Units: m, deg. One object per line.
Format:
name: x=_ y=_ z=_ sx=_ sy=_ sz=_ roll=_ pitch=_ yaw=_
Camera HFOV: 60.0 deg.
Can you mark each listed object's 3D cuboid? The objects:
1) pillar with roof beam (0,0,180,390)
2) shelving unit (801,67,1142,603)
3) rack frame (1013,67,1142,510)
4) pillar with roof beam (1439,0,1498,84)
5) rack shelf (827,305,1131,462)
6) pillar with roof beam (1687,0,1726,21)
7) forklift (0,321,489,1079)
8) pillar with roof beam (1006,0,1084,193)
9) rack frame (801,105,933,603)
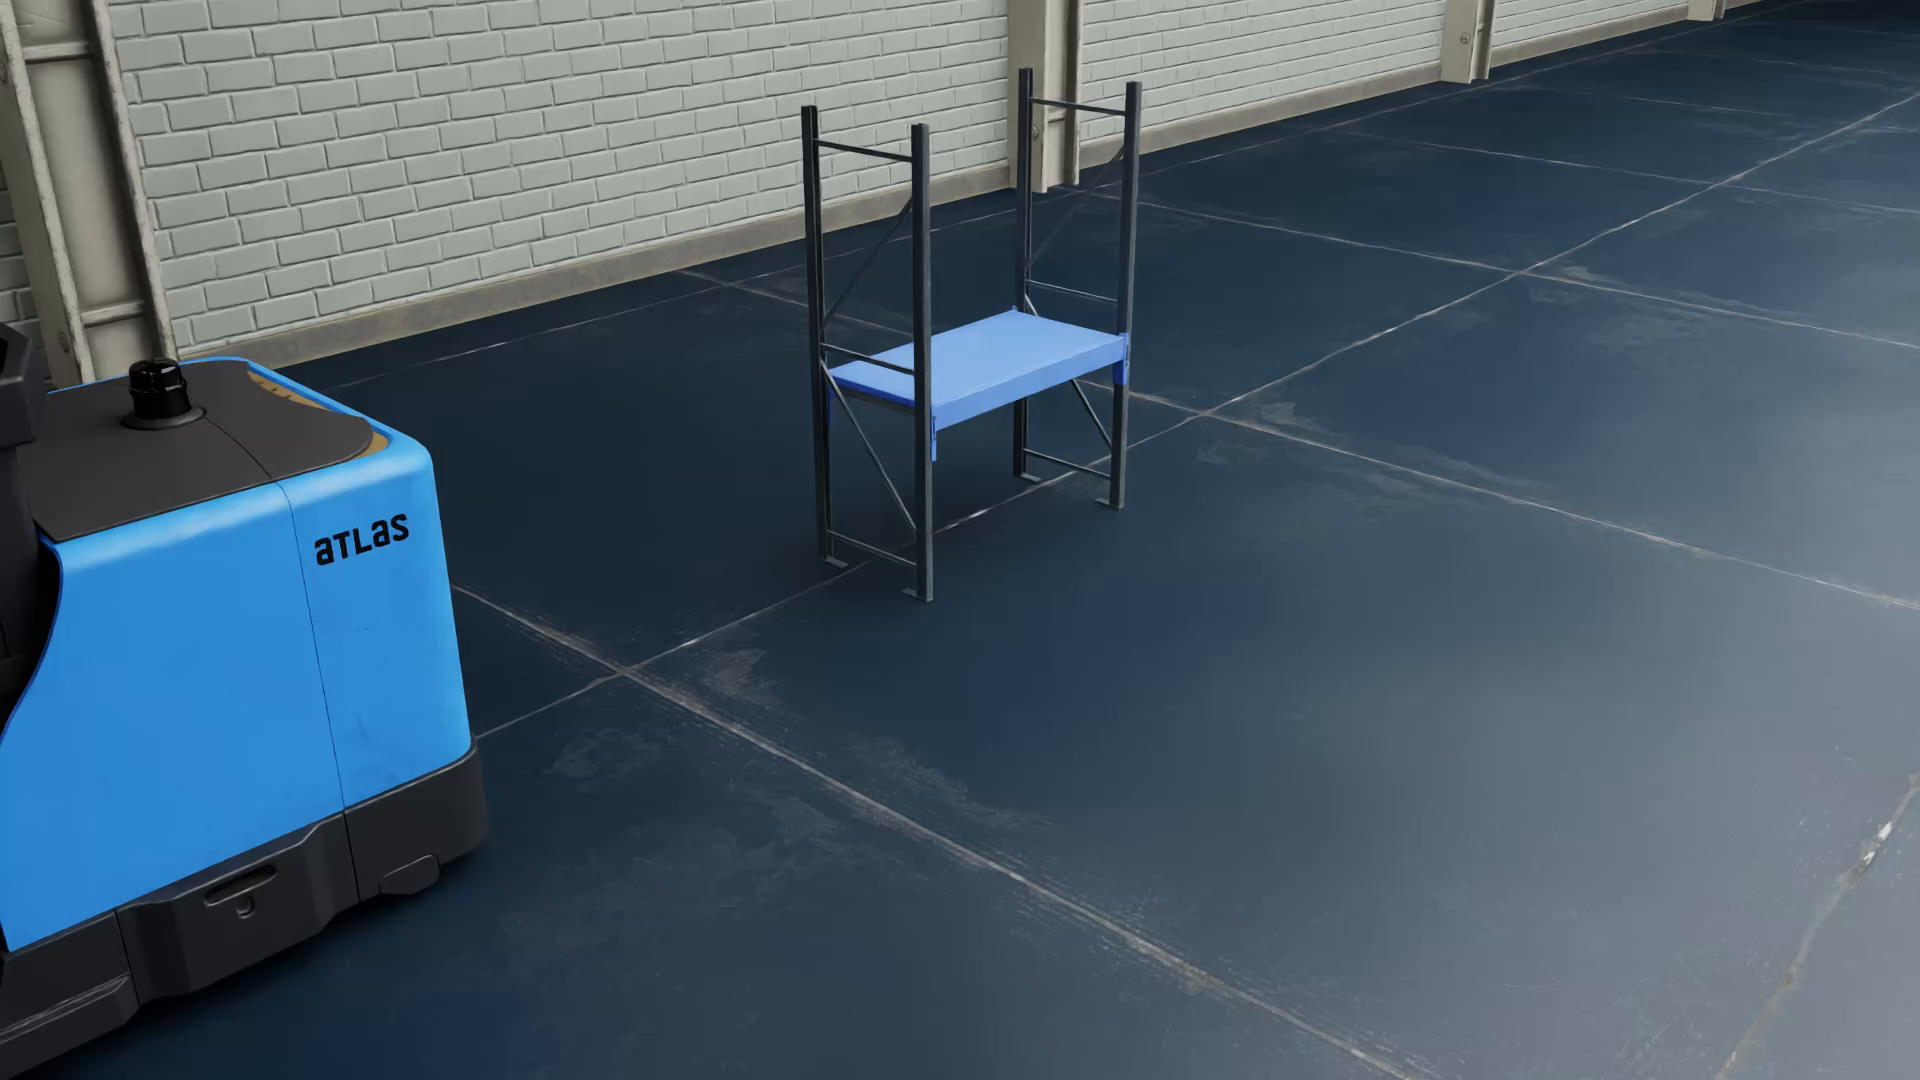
pillar with roof beam: x=-0.254 y=-3.446 z=2.438 sx=9.100 sy=9.000 sz=0.400 roll=20 pitch=31 yaw=38
shelving unit: x=0.057 y=-0.710 z=5.501 sx=0.538 sy=1.500 sz=1.048 roll=20 pitch=31 yaw=38
rack frame: x=0.396 y=-0.865 z=5.847 sx=0.500 sy=1.500 sz=0.032 roll=20 pitch=31 yaw=38
pillar with roof beam: x=7.755 y=-7.102 z=10.592 sx=9.100 sy=9.000 sz=0.400 roll=20 pitch=31 yaw=38
rack shelf: x=0.057 y=-0.546 z=5.575 sx=0.538 sy=0.185 sz=1.000 roll=20 pitch=31 yaw=38
pillar with roof beam: x=11.760 y=-8.931 z=14.669 sx=9.100 sy=9.000 sz=0.400 roll=20 pitch=31 yaw=38
forklift: x=-2.518 y=-0.267 z=2.764 sx=1.130 sy=2.935 sz=3.031 roll=21 pitch=32 yaw=39
pillar with roof beam: x=3.751 y=-5.274 z=6.515 sx=9.100 sy=9.000 sz=0.400 roll=20 pitch=31 yaw=38
rack frame: x=-0.282 y=-0.555 z=5.156 sx=0.500 sy=1.500 sz=0.032 roll=20 pitch=31 yaw=38
